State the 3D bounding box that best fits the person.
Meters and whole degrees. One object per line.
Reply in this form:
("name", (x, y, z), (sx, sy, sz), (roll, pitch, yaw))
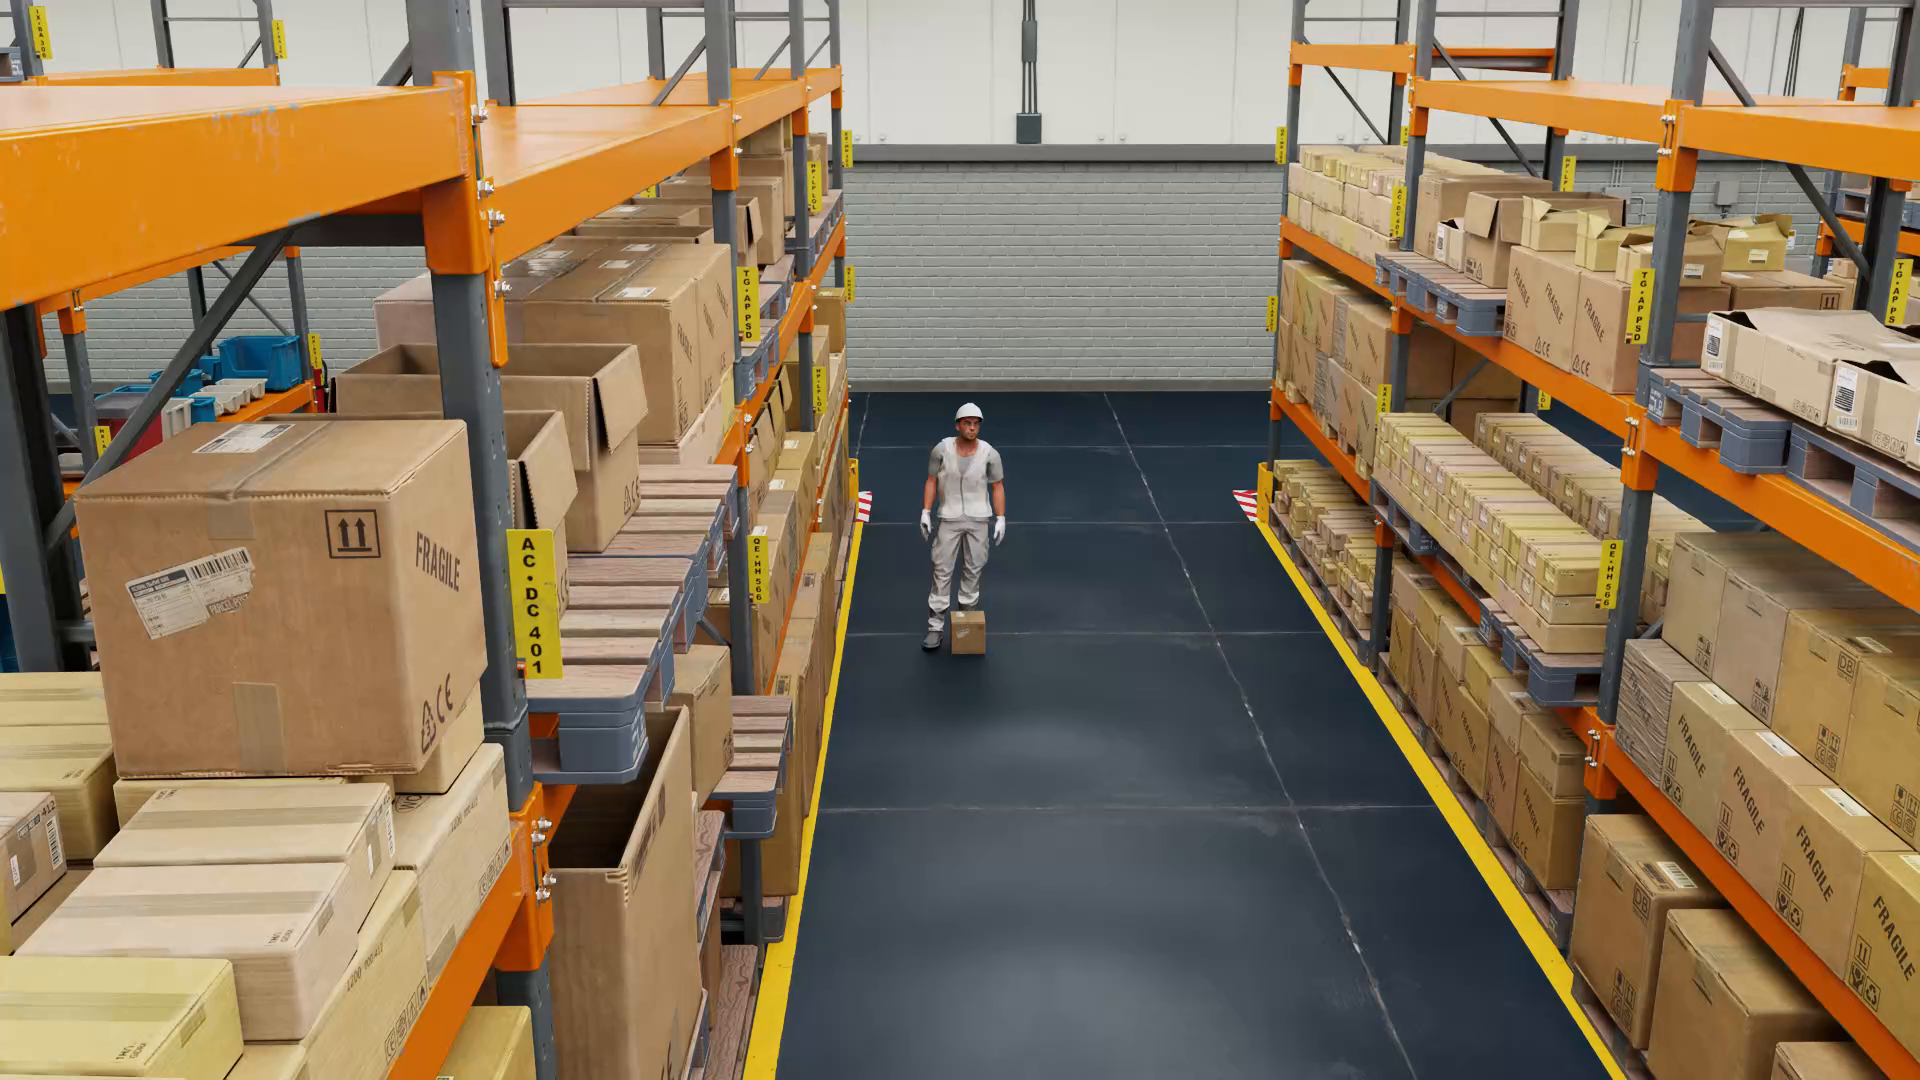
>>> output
("person", (0.021, -0.110, 12.333), (0.638, 1.787, 0.564), (0, 17, -1))
